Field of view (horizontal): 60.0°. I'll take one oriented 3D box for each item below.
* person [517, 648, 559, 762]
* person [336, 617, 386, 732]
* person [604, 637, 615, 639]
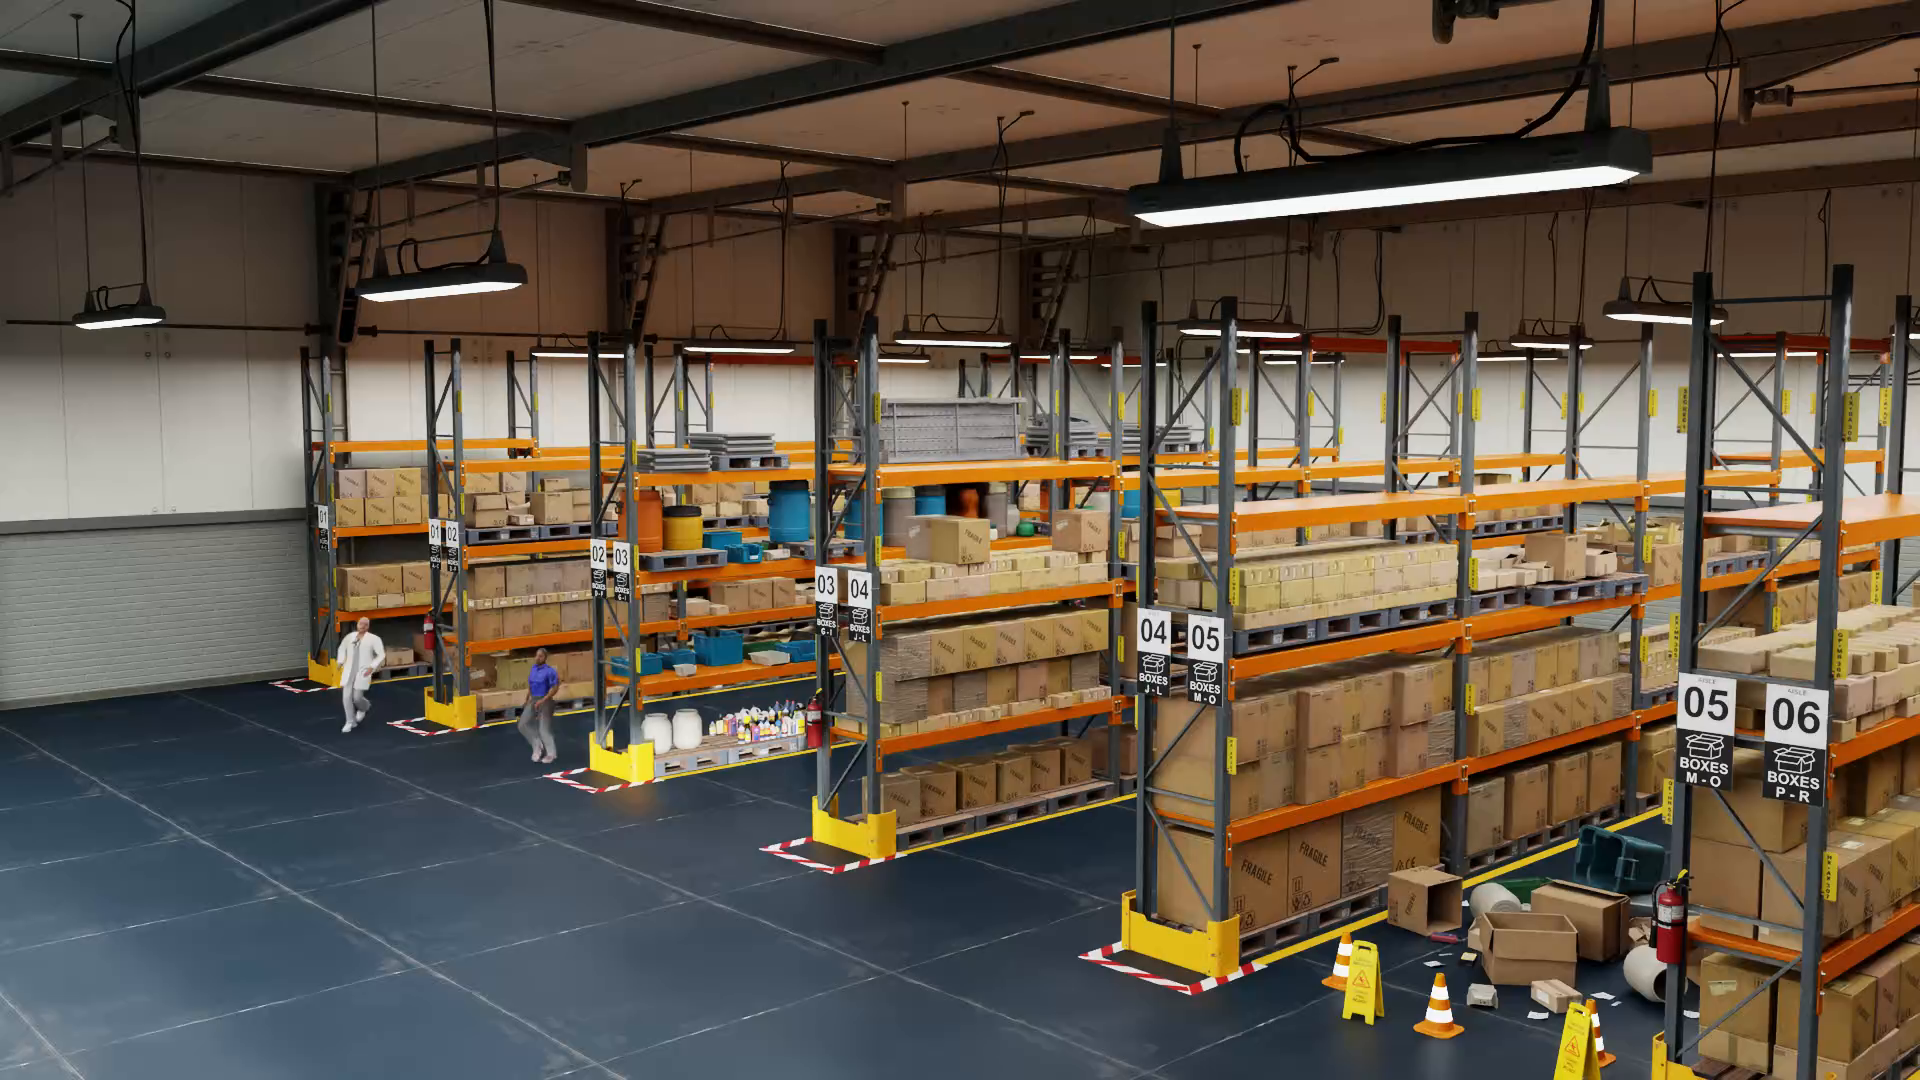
[{"bbox_3d":[-5.880,2.310,23.233,0.595,1.620,0.589,3,6,29],"label":"person"},{"bbox_3d":[-9.246,2.056,25.682,0.767,1.739,0.705,0,5,2],"label":"person"},{"bbox_3d":[-6.433,1.646,30.641,0.612,1.648,0.555,4,6,38],"label":"person"}]
